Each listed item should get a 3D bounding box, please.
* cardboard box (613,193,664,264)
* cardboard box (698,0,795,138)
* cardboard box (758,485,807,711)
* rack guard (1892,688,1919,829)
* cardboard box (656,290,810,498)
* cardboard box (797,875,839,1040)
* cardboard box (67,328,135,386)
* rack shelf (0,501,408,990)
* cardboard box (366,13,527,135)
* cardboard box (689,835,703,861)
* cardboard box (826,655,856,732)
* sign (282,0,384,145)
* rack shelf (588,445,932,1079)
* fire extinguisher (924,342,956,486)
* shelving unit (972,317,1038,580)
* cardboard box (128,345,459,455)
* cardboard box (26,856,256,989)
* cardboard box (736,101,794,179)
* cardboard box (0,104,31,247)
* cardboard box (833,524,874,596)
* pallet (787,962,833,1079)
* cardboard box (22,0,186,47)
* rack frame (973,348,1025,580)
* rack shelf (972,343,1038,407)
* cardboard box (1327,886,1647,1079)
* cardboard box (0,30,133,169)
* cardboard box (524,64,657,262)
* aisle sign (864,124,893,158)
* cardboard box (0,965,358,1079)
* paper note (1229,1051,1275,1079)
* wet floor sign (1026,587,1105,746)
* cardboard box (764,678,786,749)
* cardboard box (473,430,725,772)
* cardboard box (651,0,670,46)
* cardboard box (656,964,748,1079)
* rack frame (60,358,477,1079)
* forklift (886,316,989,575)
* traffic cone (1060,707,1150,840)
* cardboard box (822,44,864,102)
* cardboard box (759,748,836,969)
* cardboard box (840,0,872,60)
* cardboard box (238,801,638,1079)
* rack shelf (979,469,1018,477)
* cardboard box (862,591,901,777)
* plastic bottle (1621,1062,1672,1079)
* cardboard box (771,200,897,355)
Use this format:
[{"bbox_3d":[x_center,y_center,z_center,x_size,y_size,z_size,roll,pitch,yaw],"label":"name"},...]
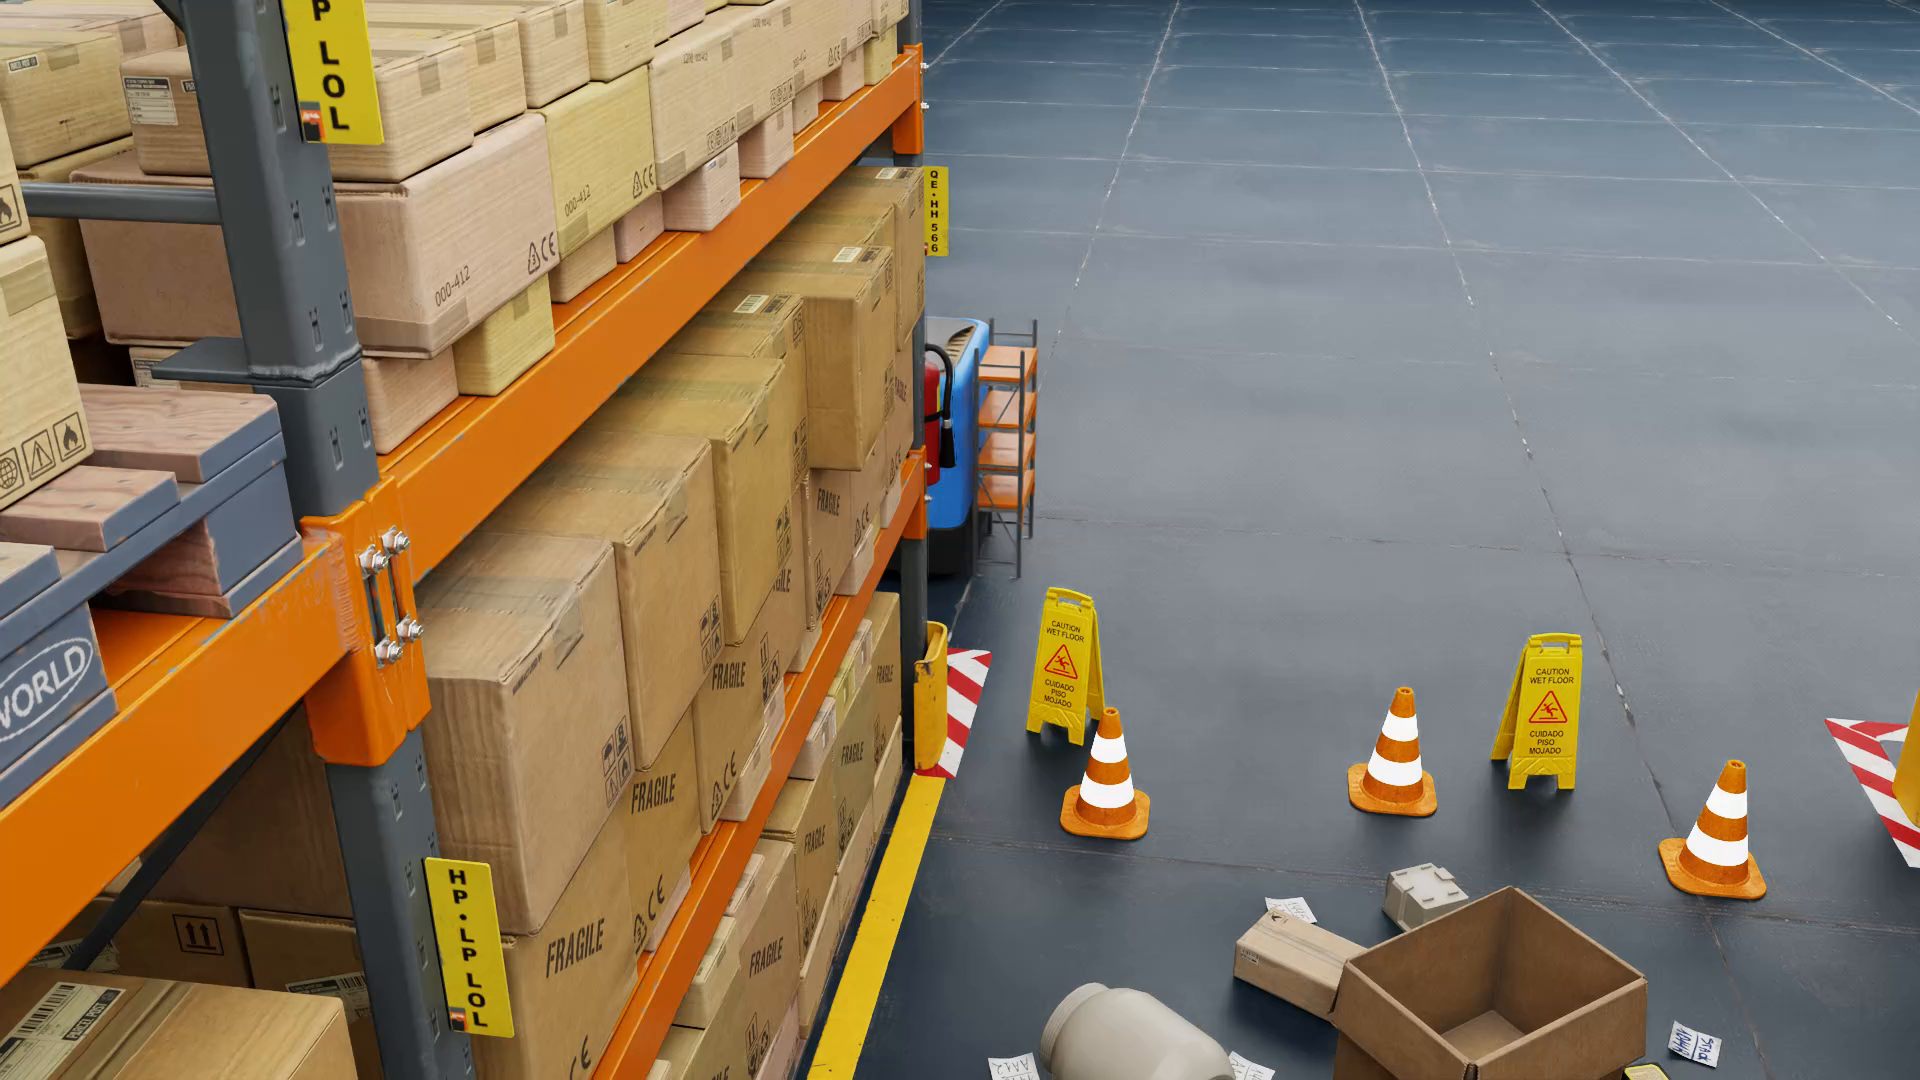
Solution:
[{"bbox_3d":[-0.833,-0.680,3.422,0.380,0.149,0.250,3,25,7],"label":"cardboard box"},{"bbox_3d":[-0.697,-1.118,3.889,0.500,0.250,0.500,4,25,9],"label":"cardboard box"},{"bbox_3d":[-0.726,0.130,4.465,0.500,0.500,0.500,4,25,9],"label":"cardboard box"},{"bbox_3d":[4.268,0.858,6.327,1.175,0.500,0.348,4,25,9],"label":"rack guard"},{"bbox_3d":[-0.794,-0.338,4.286,0.700,0.500,0.500,4,25,8],"label":"cardboard box"},{"bbox_3d":[-0.675,1.283,5.220,0.500,0.250,0.500,3,25,7],"label":"cardboard box"},{"bbox_3d":[-1.539,-0.290,2.589,0.380,0.149,0.250,4,25,9],"label":"cardboard box"},{"bbox_3d":[-1.616,0.912,0.573,1.077,0.370,4.000,4,25,9],"label":"rack shelf"},{"bbox_3d":[-0.902,-0.717,2.562,0.380,0.149,0.250,5,26,10],"label":"cardboard box"},{"bbox_3d":[-0.831,0.675,4.065,0.380,0.149,0.250,4,25,8],"label":"cardboard box"},{"bbox_3d":[-0.548,0.473,5.299,0.380,0.149,0.250,4,25,9],"label":"cardboard box"},{"bbox_3d":[-0.741,-0.626,1.936,0.100,0.325,0.005,4,25,9],"label":"sign"},{"bbox_3d":[-0.963,0.598,4.783,1.077,0.370,4.000,4,25,9],"label":"rack shelf"},{"bbox_3d":[-0.163,-0.545,6.468,0.296,0.674,0.183,4,25,9],"label":"fire extinguisher"},{"bbox_3d":[0.226,-0.456,8.309,0.258,1.200,0.503,4,25,9],"label":"shelving unit"},{"bbox_3d":[-0.994,-0.251,2.506,0.380,0.149,0.250,4,25,8],"label":"cardboard box"},{"bbox_3d":[-1.462,0.725,3.193,0.500,0.500,0.500,3,25,7],"label":"cardboard box"},{"bbox_3d":[-0.625,-0.995,4.096,0.380,0.149,0.250,4,25,8],"label":"cardboard box"},{"bbox_3d":[-1.259,-0.348,1.508,0.500,0.250,0.500,5,25,10],"label":"cardboard box"},{"bbox_3d":[-0.493,0.050,5.402,0.380,0.149,0.250,4,25,9],"label":"cardboard box"},{"bbox_3d":[-1.018,1.576,5.134,1.003,0.211,1.213,4,25,9],"label":"pallet"},{"bbox_3d":[-1.356,-0.862,2.871,0.380,0.149,0.250,5,25,10],"label":"cardboard box"},{"bbox_3d":[0.185,-0.354,8.091,0.240,1.200,0.015,4,25,9],"label":"rack frame"},{"bbox_3d":[0.226,-0.812,8.143,0.258,0.148,0.480,4,25,9],"label":"rack shelf"},{"bbox_3d":[1.575,1.476,5.003,0.797,0.503,0.637,-14,29,-27],"label":"cardboard box"},{"bbox_3d":[-1.453,-0.645,2.408,0.380,0.149,0.250,5,25,10],"label":"cardboard box"},{"bbox_3d":[-0.872,-0.698,2.991,0.500,0.250,0.500,4,25,8],"label":"cardboard box"},{"bbox_3d":[-0.340,-1.748,5.879,0.394,0.787,0.004,4,25,9],"label":"aisle sign"},{"bbox_3d":[-1.139,0.947,2.224,0.500,0.500,0.500,4,25,8],"label":"cardboard box"},{"bbox_3d":[0.887,1.663,5.174,0.148,0.019,0.142,13,28,26],"label":"paper note"},{"bbox_3d":[0.451,0.496,6.928,0.267,0.644,0.232,13,28,26],"label":"wet floor sign"},{"bbox_3d":[-0.690,0.471,4.502,0.380,0.149,0.250,4,25,8],"label":"cardboard box"},{"bbox_3d":[-0.899,0.094,3.362,0.700,0.500,0.500,4,25,9],"label":"cardboard box"},{"bbox_3d":[-0.790,-1.043,3.256,0.380,0.149,0.250,3,25,7],"label":"cardboard box"},{"bbox_3d":[-0.851,1.371,4.146,0.500,0.500,0.500,5,26,11],"label":"cardboard box"},{"bbox_3d":[-1.290,1.108,2.844,1.000,3.000,0.127,4,25,9],"label":"rack frame"},{"bbox_3d":[-1.392,-1.413,8.312,3.031,2.935,1.130,4,25,9],"label":"forklift"},{"bbox_3d":[0.566,0.854,6.381,0.336,0.463,0.334,4,25,9],"label":"traffic cone"},{"bbox_3d":[-0.504,-1.426,5.015,0.380,0.149,0.250,5,26,10],"label":"cardboard box"},{"bbox_3d":[-0.681,0.933,5.082,0.500,0.500,0.500,3,25,7],"label":"cardboard box"},{"bbox_3d":[-0.550,-1.548,4.806,0.500,0.250,0.500,4,25,8],"label":"cardboard box"},{"bbox_3d":[-0.943,0.764,3.111,0.500,0.500,0.500,4,25,8],"label":"cardboard box"},{"bbox_3d":[0.226,-0.421,8.326,0.199,0.029,0.442,4,25,9],"label":"rack shelf"},{"bbox_3d":[-0.510,0.504,5.998,0.500,0.500,0.500,4,25,9],"label":"cardboard box"},{"bbox_3d":[2.128,1.705,5.035,0.133,0.061,0.283,-5,25,-10],"label":"plastic bottle"},{"bbox_3d":[-0.594,-0.758,5.182,0.700,0.500,0.500,4,25,9],"label":"cardboard box"}]
